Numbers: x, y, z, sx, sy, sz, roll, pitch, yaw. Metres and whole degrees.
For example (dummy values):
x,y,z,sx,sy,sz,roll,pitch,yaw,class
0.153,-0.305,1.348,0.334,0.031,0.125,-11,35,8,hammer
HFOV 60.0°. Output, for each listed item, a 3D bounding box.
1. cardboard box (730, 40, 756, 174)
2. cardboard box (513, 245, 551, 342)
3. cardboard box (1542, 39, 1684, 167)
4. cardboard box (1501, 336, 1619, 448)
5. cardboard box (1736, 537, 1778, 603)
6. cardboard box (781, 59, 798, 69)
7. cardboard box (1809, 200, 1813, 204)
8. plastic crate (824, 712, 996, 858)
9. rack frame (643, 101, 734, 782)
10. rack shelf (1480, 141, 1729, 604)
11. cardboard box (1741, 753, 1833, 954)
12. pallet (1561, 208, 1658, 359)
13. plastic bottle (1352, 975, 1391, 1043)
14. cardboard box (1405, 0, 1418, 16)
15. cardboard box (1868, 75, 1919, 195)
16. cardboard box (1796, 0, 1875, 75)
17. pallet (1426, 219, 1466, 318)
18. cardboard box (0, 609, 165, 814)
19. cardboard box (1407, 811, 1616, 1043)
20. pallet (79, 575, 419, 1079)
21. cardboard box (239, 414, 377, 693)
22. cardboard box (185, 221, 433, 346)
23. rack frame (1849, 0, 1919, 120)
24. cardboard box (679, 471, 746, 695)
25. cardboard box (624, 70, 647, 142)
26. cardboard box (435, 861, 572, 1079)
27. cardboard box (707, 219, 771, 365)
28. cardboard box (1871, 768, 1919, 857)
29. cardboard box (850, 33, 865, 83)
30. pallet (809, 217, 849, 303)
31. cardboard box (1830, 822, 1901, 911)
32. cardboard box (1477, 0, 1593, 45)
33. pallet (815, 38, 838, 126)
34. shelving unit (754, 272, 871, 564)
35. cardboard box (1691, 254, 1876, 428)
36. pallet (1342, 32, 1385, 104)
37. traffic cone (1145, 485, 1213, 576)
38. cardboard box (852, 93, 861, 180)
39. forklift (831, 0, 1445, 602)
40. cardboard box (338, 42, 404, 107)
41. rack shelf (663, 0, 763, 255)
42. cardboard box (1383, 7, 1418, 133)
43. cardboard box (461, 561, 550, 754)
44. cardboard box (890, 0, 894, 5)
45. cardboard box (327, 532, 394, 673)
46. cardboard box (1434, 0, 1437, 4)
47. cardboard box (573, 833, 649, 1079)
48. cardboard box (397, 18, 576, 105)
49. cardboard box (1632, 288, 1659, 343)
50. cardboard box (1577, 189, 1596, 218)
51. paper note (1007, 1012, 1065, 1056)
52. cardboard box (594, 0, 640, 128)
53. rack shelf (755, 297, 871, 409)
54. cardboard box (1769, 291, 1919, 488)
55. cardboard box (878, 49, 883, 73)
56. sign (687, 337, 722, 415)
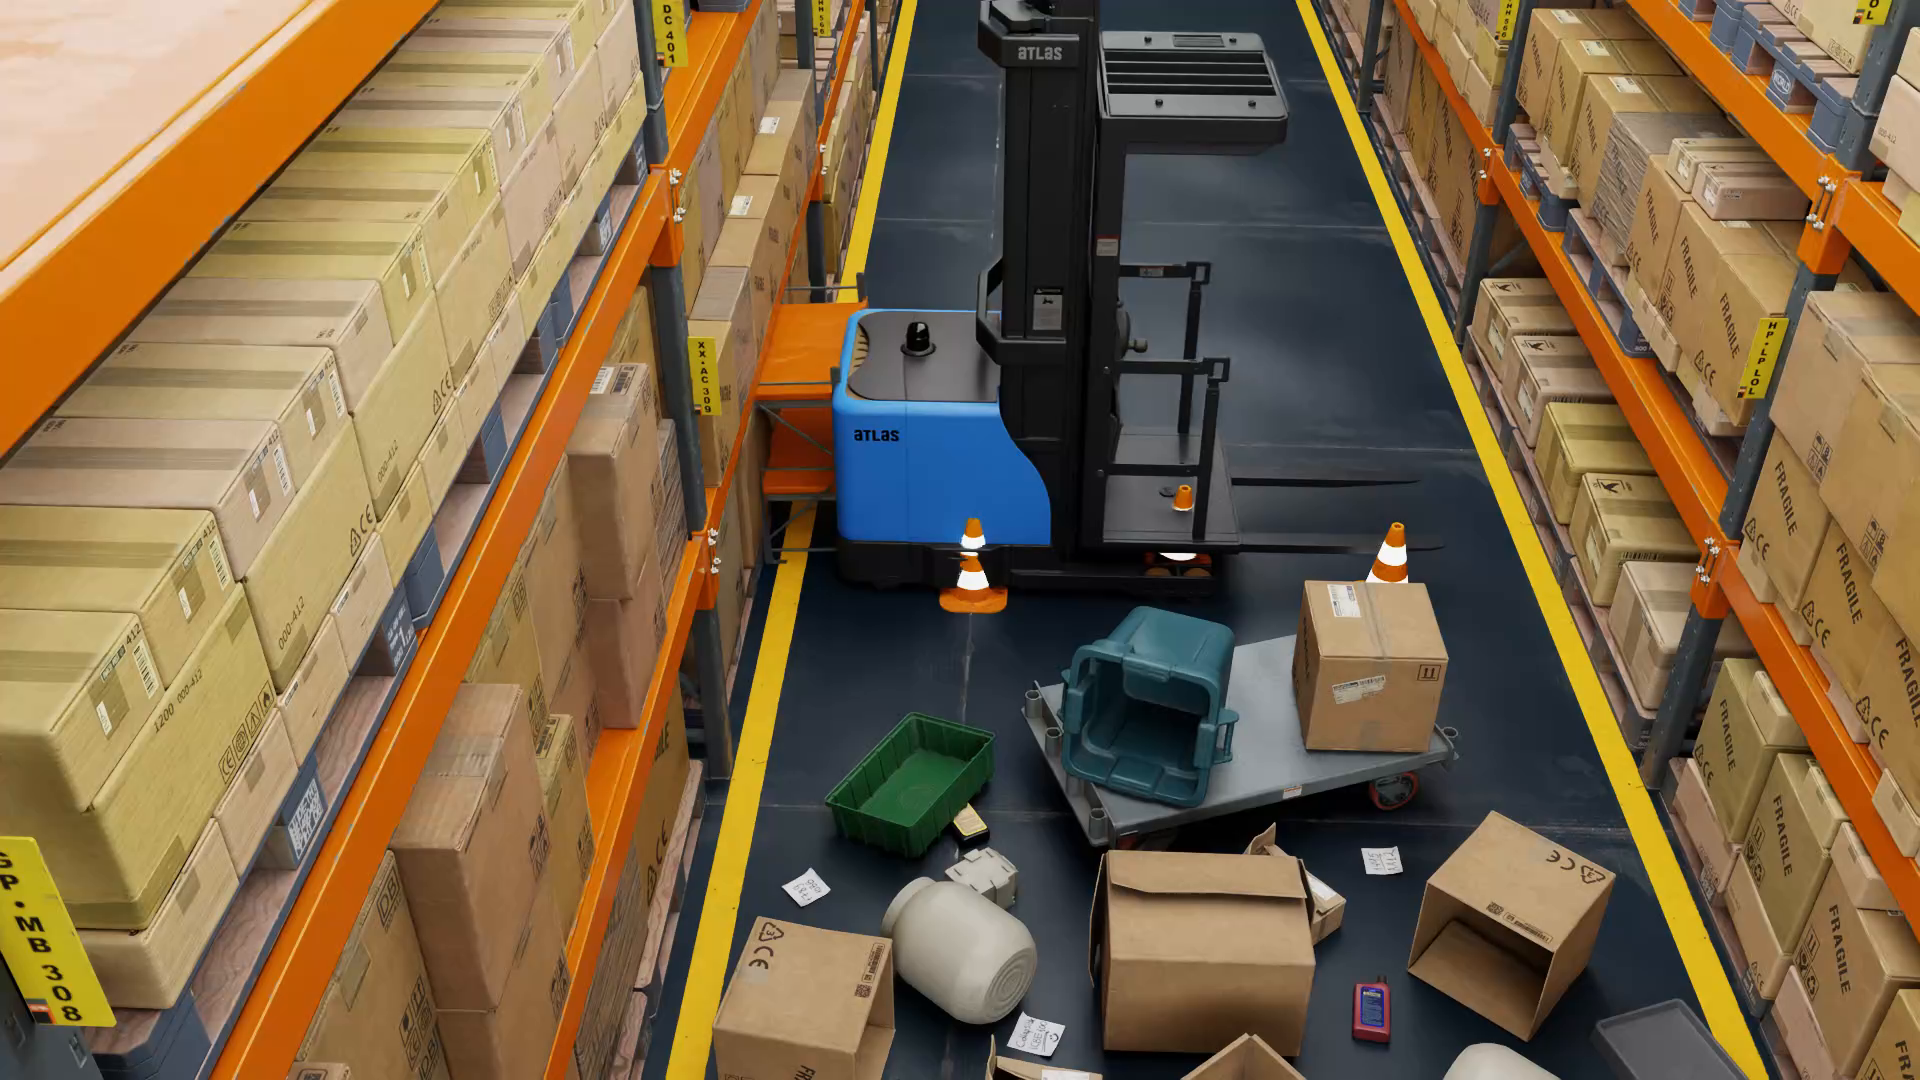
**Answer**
x,y,z,sx,sy,sz,roll,pitch,yaw,class
-1.399,-2.132,8.164,0.700,0.500,0.500,1,35,1,cardboard box
-1.239,-0.615,4.120,0.380,0.149,0.250,1,35,1,cardboard box
3.353,-2.250,8.578,0.500,0.500,0.500,3,35,4,cardboard box
3.562,-0.817,9.169,0.950,0.372,0.625,1,35,1,cardboard box
3.123,0.106,6.155,0.380,0.149,0.250,1,35,2,cardboard box
-1.114,-2.846,9.990,0.380,0.149,0.250,1,35,1,cardboard box
3.814,-1.339,7.282,0.500,0.500,0.500,1,35,2,cardboard box
-0.192,1.030,7.016,0.450,0.188,0.662,11,35,32,plastic crate
-1.494,-0.227,6.410,1.000,3.000,0.127,1,35,2,rack frame
3.536,-1.025,8.171,1.077,0.370,4.000,1,35,2,rack shelf
3.153,1.117,5.872,0.500,0.500,0.500,3,35,4,cardboard box
3.578,-1.252,8.035,1.003,0.211,1.213,1,35,2,pallet
1.530,1.730,6.181,0.133,0.061,0.283,7,36,10,plastic bottle
3.440,-3.867,11.720,0.500,0.250,0.500,1,35,2,cardboard box
3.165,-1.212,5.074,0.500,0.250,0.500,1,35,1,cardboard box
3.335,-1.847,5.872,0.500,0.250,0.500,1,35,1,cardboard box
3.723,-1.779,11.043,1.003,0.211,1.213,1,35,2,pallet
-1.324,0.224,2.233,0.380,0.149,0.250,2,35,2,cardboard box
2.053,1.435,6.216,0.500,0.500,0.500,28,44,33,cardboard box
-1.636,0.454,2.909,1.003,0.211,1.213,1,35,2,pallet
-1.360,0.008,2.886,0.500,0.250,0.500,1,35,1,cardboard box
-1.271,-0.507,3.272,0.380,0.149,0.250,1,35,1,cardboard box
3.456,-2.625,4.604,1.000,3.000,0.127,1,35,2,rack frame
-1.559,0.163,7.446,1.050,0.750,0.750,1,35,2,cardboard box
-1.189,-1.347,5.161,0.380,0.149,0.250,1,35,2,cardboard box
-1.537,1.161,4.305,0.875,0.550,0.550,1,35,2,cardboard box
-1.162,-1.141,7.623,0.500,0.500,0.500,1,35,2,cardboard box
3.062,0.841,5.109,0.380,0.149,0.250,1,35,2,cardboard box
-0.984,-3.550,12.295,0.500,0.250,0.500,3,35,4,cardboard box
-1.301,-1.833,11.120,1.003,0.211,1.213,1,35,2,pallet
3.071,1.064,5.383,0.380,0.149,0.250,3,35,5,cardboard box
3.376,-3.222,9.714,0.500,0.500,0.500,0,35,1,cardboard box
-1.411,-2.858,10.321,1.213,0.211,1.003,1,35,2,pallet
-0.750,-0.639,8.619,0.538,1.125,1.048,-1,35,5,shelving unit
3.245,-0.776,6.480,0.500,0.500,0.500,1,35,1,cardboard box
3.886,-4.061,14.290,1.003,0.211,1.213,1,35,2,pallet
1.119,-0.067,8.389,0.336,0.463,0.334,1,35,2,traffic cone
-0.997,-2.952,12.096,0.500,0.500,0.500,1,35,1,cardboard box
0.911,-1.205,7.861,3.031,2.935,1.130,1,35,2,forklift
-1.812,-1.163,4.552,0.500,0.250,0.500,1,35,2,cardboard box
-1.414,-2.309,7.389,1.077,0.370,4.000,1,35,2,rack shelf
3.832,-3.711,12.850,0.875,0.875,0.875,2,35,3,cardboard box
-1.622,0.412,4.432,0.875,0.550,0.500,1,35,2,cardboard box
-0.806,-5.073,15.419,0.380,0.149,0.250,2,35,3,cardboard box
-1.291,0.109,3.090,0.380,0.149,0.250,2,35,2,cardboard box
3.420,-3.783,11.166,0.500,0.250,0.500,0,35,0,cardboard box
-1.622,1.349,5.651,0.875,0.875,0.875,2,35,2,cardboard box
-1.222,-1.240,4.315,0.380,0.149,0.250,2,35,3,cardboard box
3.210,-0.988,7.346,0.380,0.149,0.250,2,35,2,cardboard box
3.352,-1.740,8.415,0.380,0.149,0.250,3,35,5,cardboard box
0.280,1.814,6.095,0.172,0.023,0.155,13,37,18,paper note
-1.258,-1.438,4.944,0.500,0.250,0.500,1,35,1,cardboard box
-0.769,-0.879,8.453,0.538,0.278,1.000,-1,35,5,rack shelf
3.221,-0.494,5.575,0.700,0.500,0.500,1,35,1,cardboard box
-0.837,-4.030,13.936,0.380,0.149,0.250,0,35,0,cardboard box
-0.940,-0.601,6.121,0.100,0.325,0.005,1,35,2,sign
